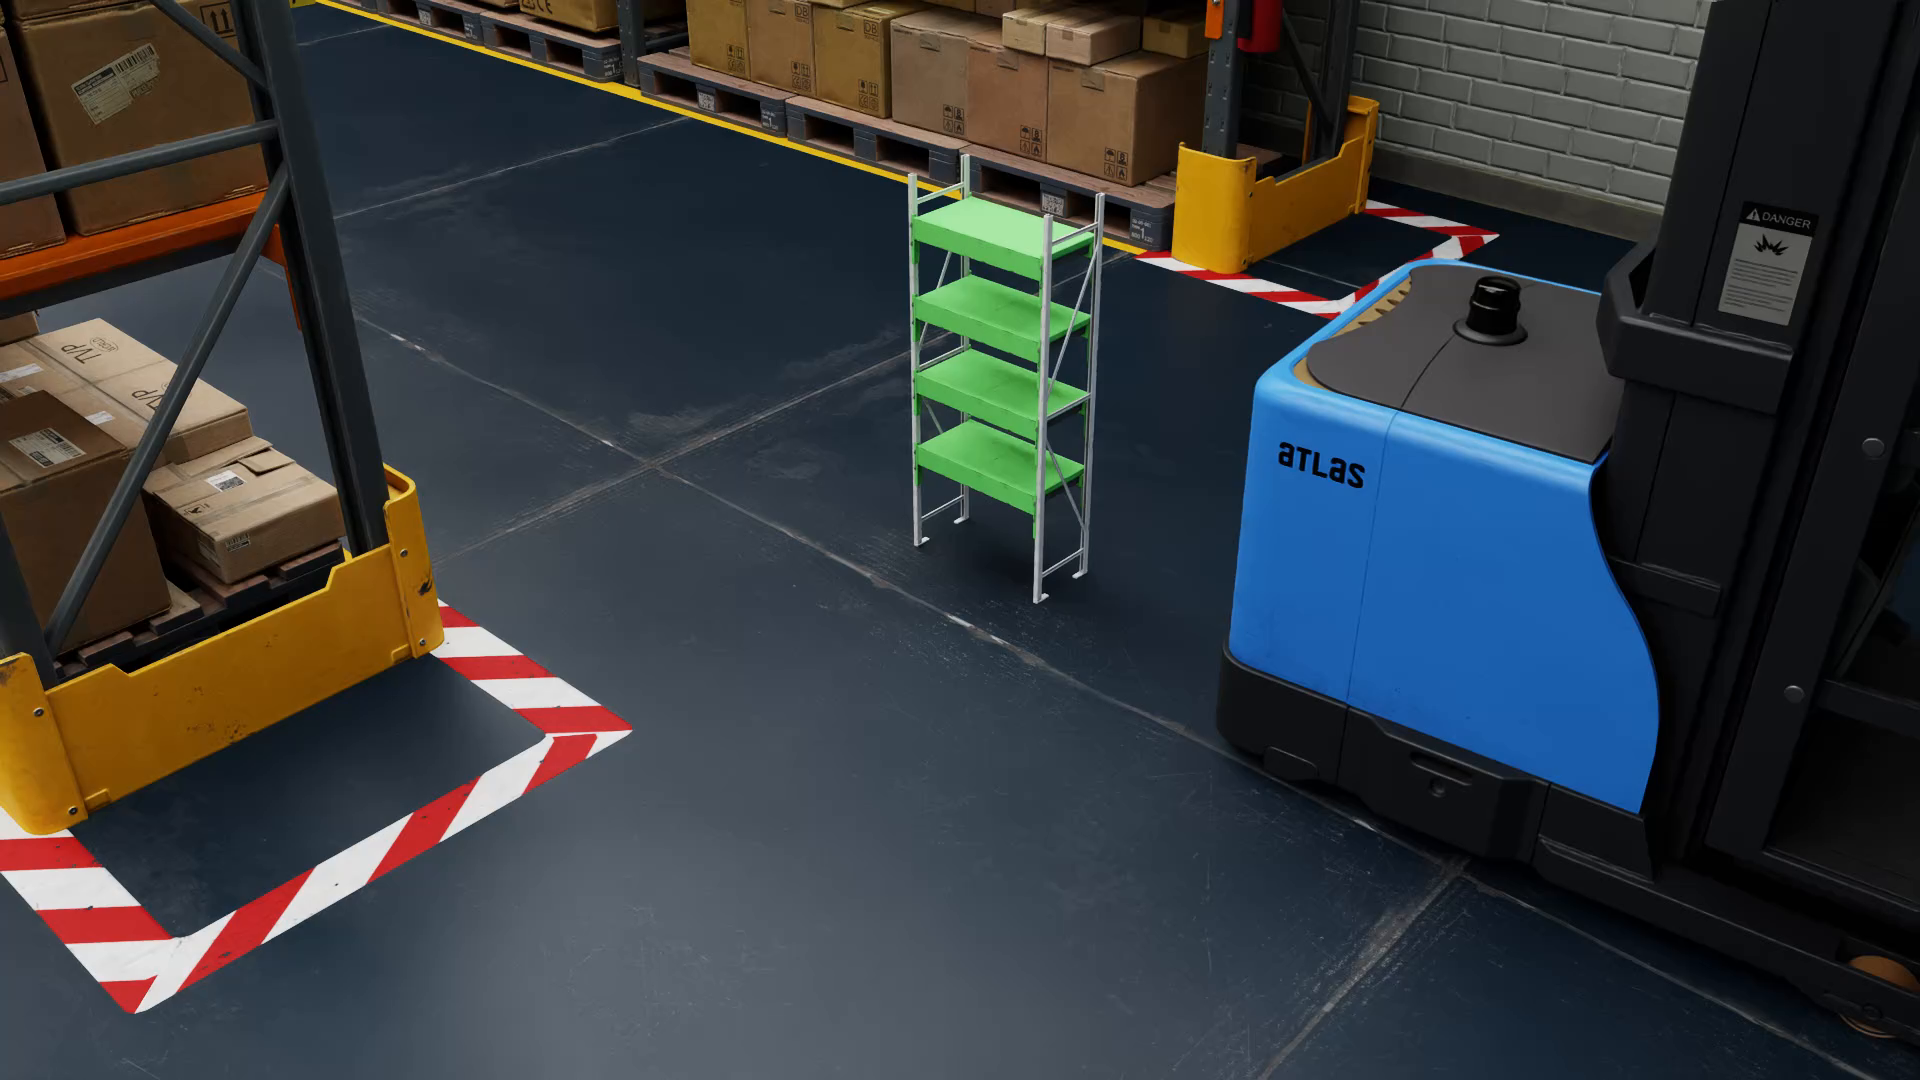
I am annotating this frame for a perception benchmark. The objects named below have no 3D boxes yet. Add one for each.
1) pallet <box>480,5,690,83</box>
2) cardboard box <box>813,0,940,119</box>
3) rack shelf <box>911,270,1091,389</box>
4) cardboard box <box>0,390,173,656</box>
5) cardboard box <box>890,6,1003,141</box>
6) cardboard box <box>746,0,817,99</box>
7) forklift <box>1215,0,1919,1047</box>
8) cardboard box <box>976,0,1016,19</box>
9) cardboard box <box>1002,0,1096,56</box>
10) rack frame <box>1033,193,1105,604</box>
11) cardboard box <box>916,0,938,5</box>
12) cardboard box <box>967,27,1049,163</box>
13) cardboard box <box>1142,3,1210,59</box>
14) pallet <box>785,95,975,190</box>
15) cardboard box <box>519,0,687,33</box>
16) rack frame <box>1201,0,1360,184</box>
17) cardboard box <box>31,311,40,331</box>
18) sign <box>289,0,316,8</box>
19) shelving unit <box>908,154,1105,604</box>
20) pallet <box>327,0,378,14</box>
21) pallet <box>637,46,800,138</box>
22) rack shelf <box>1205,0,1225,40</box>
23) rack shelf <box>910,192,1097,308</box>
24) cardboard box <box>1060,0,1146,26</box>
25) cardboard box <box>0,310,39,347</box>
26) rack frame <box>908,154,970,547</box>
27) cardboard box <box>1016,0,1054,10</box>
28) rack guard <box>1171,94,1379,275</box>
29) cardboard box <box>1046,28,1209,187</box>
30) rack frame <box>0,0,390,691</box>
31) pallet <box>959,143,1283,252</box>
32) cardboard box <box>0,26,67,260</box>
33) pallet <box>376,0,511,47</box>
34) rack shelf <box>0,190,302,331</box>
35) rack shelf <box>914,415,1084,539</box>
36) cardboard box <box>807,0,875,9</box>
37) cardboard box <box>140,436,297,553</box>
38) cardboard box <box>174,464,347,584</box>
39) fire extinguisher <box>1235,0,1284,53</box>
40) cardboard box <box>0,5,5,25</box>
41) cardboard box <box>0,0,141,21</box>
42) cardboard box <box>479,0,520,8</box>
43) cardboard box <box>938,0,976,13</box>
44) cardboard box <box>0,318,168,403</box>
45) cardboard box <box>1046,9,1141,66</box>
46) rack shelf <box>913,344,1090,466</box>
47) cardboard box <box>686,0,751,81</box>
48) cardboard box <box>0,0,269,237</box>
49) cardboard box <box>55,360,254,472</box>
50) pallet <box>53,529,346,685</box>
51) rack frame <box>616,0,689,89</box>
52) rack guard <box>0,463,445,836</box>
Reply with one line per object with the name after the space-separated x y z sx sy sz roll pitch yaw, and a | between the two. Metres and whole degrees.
-2.183 -3.131 10.246 1.213 0.211 1.003 25 39 35 | pallet
-0.326 -2.545 8.585 0.500 0.500 0.700 26 40 36 | cardboard box
0.123 -0.608 4.755 0.480 0.148 0.258 25 39 35 | rack shelf
-2.485 -0.019 4.370 0.500 0.500 0.500 25 39 35 | cardboard box
0.075 -2.363 8.283 0.500 0.500 0.700 24 38 34 | cardboard box
-0.705 -2.723 8.882 0.500 0.500 0.700 25 39 35 | cardboard box
2.154 -0.462 3.176 3.031 2.935 1.130 20 37 30 | forklift
0.295 -2.677 8.176 0.250 0.149 0.380 26 39 36 | cardboard box
0.412 -2.357 7.644 0.250 0.149 0.380 26 40 36 | cardboard box
0.304 -0.372 4.705 0.015 1.200 0.240 25 39 35 | rack frame
-0.083 -2.853 8.469 0.250 0.149 0.380 24 39 34 | cardboard box
0.448 -2.189 7.995 0.500 0.500 0.700 25 39 35 | cardboard box
1.046 -2.327 7.595 0.250 0.149 0.380 25 39 35 | cardboard box
-0.141 -2.177 8.662 1.213 0.211 1.003 25 39 35 | pallet
-2.130 -3.522 9.869 0.750 0.750 0.750 26 39 36 | cardboard box
1.405 -2.703 6.832 0.127 3.000 1.000 25 39 35 | rack frame
-3.713 -0.880 5.984 0.500 0.311 0.500 25 39 35 | cardboard box
-1.552 -1.386 3.804 0.005 0.325 0.100 25 39 35 | sign
0.123 -0.457 4.845 0.503 1.200 0.258 25 39 35 | shelving unit
-3.992 -3.975 11.649 1.213 0.211 1.003 25 39 35 | pallet
-1.049 -2.600 9.364 1.213 0.211 1.003 25 39 35 | pallet
-0.078 -3.087 8.167 4.000 0.370 1.077 25 39 35 | rack shelf
0.123 -0.813 4.631 0.480 0.148 0.258 25 39 35 | rack shelf
0.670 -2.502 7.886 0.250 0.149 0.380 25 39 35 | cardboard box
-3.485 -0.663 5.436 0.637 0.503 0.797 25 39 35 | cardboard box
-0.058 -0.541 4.986 0.015 1.200 0.240 25 39 35 | rack frame
0.485 -2.589 8.030 0.250 0.149 0.380 25 39 35 | cardboard box
1.423 -1.624 7.463 0.348 0.500 1.175 25 39 35 | rack guard
0.819 -2.016 7.707 0.500 0.500 0.700 25 39 35 | cardboard box
-1.916 -0.808 3.683 0.127 3.000 1.000 25 39 35 | rack frame
0.760 -1.755 7.961 1.213 0.211 1.003 25 39 35 | pallet
-2.431 -0.901 3.742 0.500 0.500 0.500 26 40 36 | cardboard box
-3.092 -3.553 10.948 1.213 0.211 1.003 25 39 35 | pallet
-3.399 -1.191 5.018 4.000 0.370 1.077 25 39 35 | rack shelf
0.123 -0.196 5.002 0.480 0.148 0.258 25 39 35 | rack shelf
-0.556 -2.807 8.393 0.250 0.149 0.380 24 38 34 | cardboard box
-2.181 -0.145 4.903 0.250 0.166 0.380 25 39 35 | cardboard box
-1.996 -0.051 4.764 0.250 0.149 0.380 25 39 35 | cardboard box
1.207 -2.281 6.568 0.183 0.674 0.296 25 39 35 | fire extinguisher
-2.431 -1.328 3.481 0.500 0.500 0.500 25 39 35 | cardboard box
-2.068 -1.533 3.822 0.500 0.500 0.500 26 40 36 | cardboard box
-2.791 -3.828 10.378 0.750 0.750 0.750 26 40 36 | cardboard box
0.105 -2.765 8.323 0.250 0.149 0.380 25 39 36 | cardboard box
-2.870 -0.461 5.346 0.500 0.250 0.500 25 39 35 | cardboard box
0.602 -2.269 7.498 0.250 0.149 0.380 25 39 35 | cardboard box
0.123 -0.402 4.878 0.480 0.148 0.258 25 39 35 | rack shelf
-1.075 -2.898 9.173 0.500 0.500 0.700 26 39 36 | cardboard box
-2.068 -1.105 4.080 0.500 0.500 0.500 26 40 36 | cardboard box
-2.500 -0.288 5.059 0.500 0.250 0.500 25 39 35 | cardboard box
-2.564 0.085 4.904 1.213 0.211 1.003 25 39 35 | pallet
-1.561 -4.087 9.131 0.127 3.000 1.000 25 39 35 | rack frame
-1.972 0.237 4.371 0.348 0.500 1.175 25 39 35 | rack guard
